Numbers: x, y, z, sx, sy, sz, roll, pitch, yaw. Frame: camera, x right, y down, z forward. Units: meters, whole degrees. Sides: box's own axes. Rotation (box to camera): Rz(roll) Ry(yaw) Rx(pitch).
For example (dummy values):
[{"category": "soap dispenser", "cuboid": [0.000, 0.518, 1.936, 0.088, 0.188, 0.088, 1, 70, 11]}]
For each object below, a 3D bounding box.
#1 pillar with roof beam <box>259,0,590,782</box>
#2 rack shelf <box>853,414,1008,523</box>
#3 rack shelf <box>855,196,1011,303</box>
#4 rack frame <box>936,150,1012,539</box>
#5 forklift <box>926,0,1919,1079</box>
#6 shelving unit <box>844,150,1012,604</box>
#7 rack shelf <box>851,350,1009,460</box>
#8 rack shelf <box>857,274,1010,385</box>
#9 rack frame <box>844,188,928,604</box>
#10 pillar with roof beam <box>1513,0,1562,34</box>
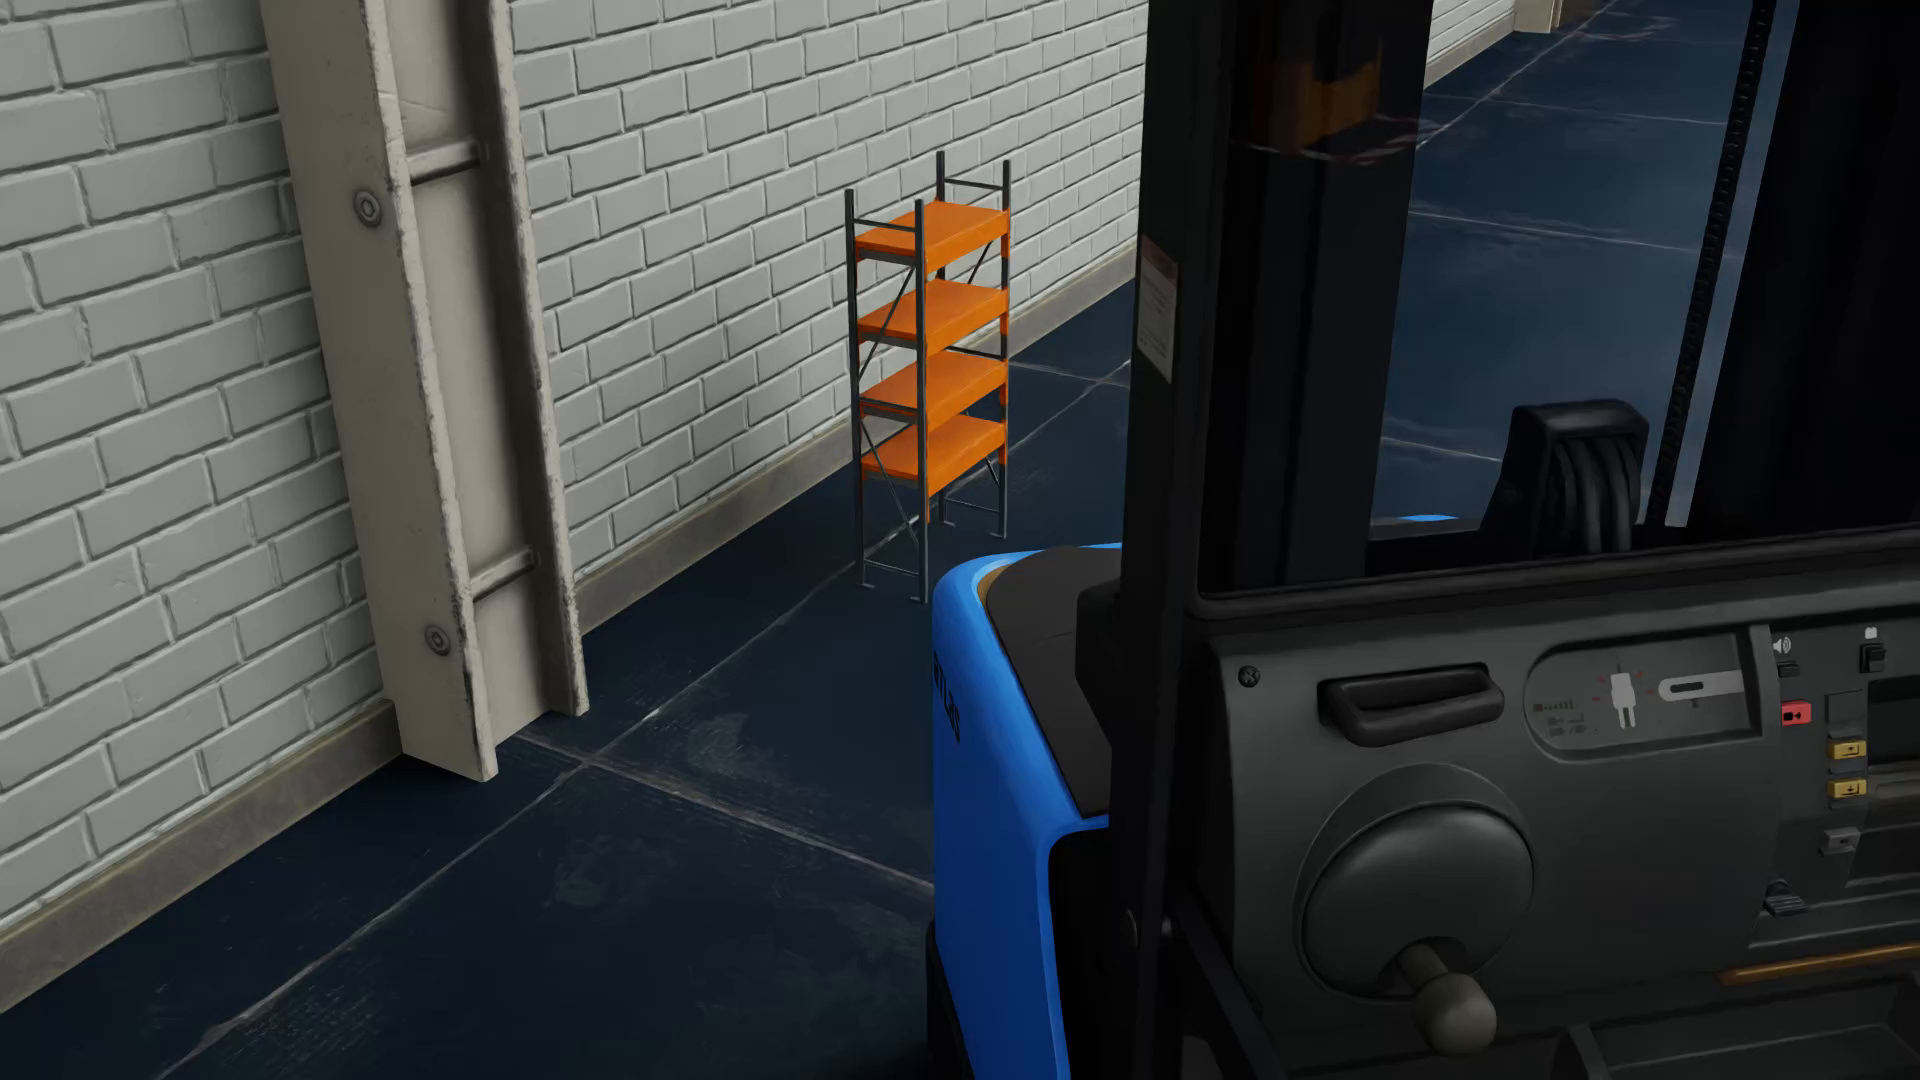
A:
[{"category": "pillar with roof beam", "cuboid": [2.548, -2.593, 0.377, 9.100, 9.000, 0.400, 14, 30, 26]}, {"category": "rack shelf", "cuboid": [-0.081, -0.234, 4.972, 0.258, 0.148, 0.480, 14, 30, 26]}, {"category": "rack shelf", "cuboid": [-0.081, -0.823, 4.677, 0.258, 0.148, 0.480, 14, 30, 26]}, {"category": "rack frame", "cuboid": [0.039, -0.567, 5.043, 0.240, 1.200, 0.015, 14, 30, 26]}, {"category": "forklift", "cuboid": [0.741, 0.280, 1.416, 1.130, 2.935, 3.031, -5, 27, -11]}, {"category": "shelving unit", "cuboid": [-0.081, -0.472, 4.853, 0.258, 1.200, 0.503, 14, 30, 26]}, {"category": "rack shelf", "cuboid": [-0.081, -0.412, 4.883, 0.258, 0.148, 0.480, 14, 30, 26]}, {"category": "rack shelf", "cuboid": [-0.081, -0.612, 4.783, 0.258, 0.148, 0.480, 14, 30, 26]}, {"category": "rack frame", "cuboid": [-0.201, -0.377, 4.663, 0.240, 1.200, 0.015, 14, 30, 26]}, {"category": "pillar with roof beam", "cuboid": [8.451, -7.270, 9.719, 9.100, 9.000, 0.400, 14, 30, 26]}]
